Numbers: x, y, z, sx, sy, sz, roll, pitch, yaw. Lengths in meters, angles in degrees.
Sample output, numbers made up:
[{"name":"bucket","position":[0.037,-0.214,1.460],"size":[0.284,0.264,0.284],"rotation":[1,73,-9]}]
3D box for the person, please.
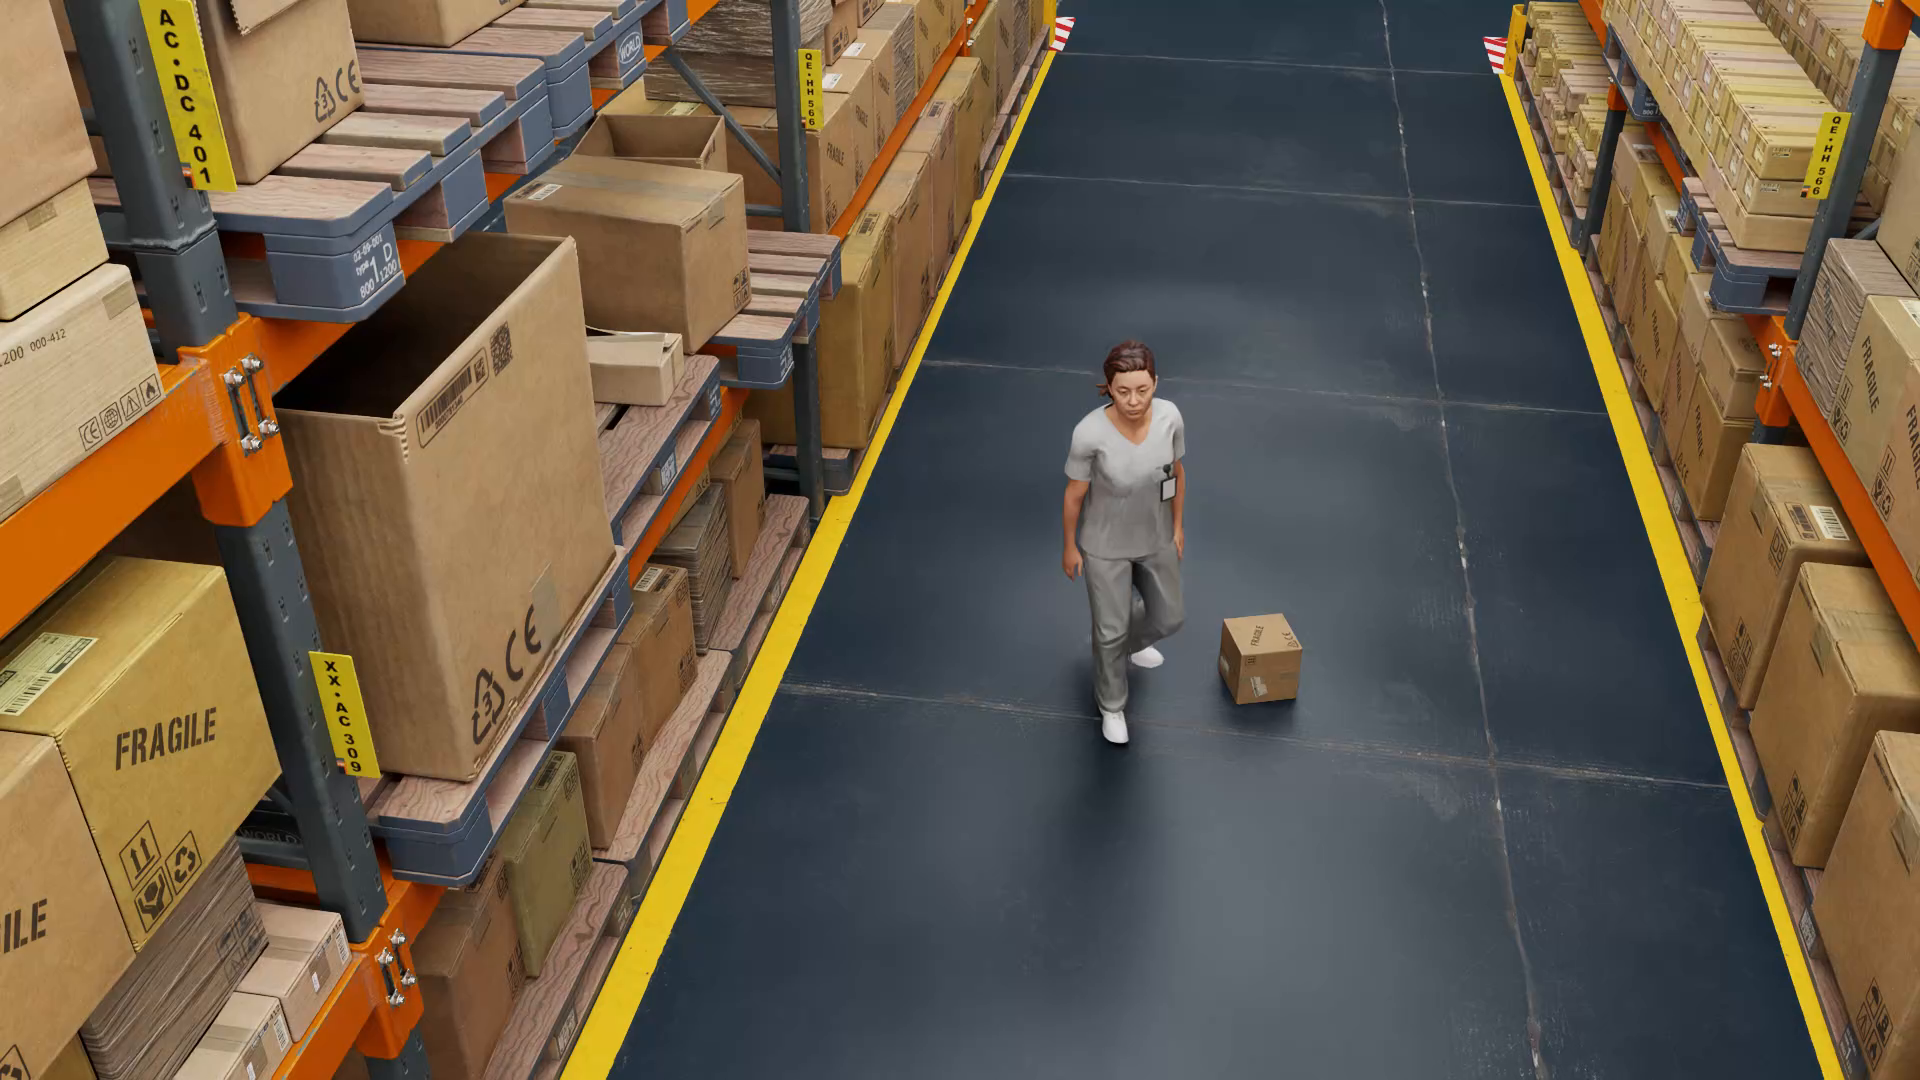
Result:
[{"name":"person","position":[0.601,-0.034,6.197],"size":[0.523,1.666,0.530],"rotation":[-10,34,-15]}]
